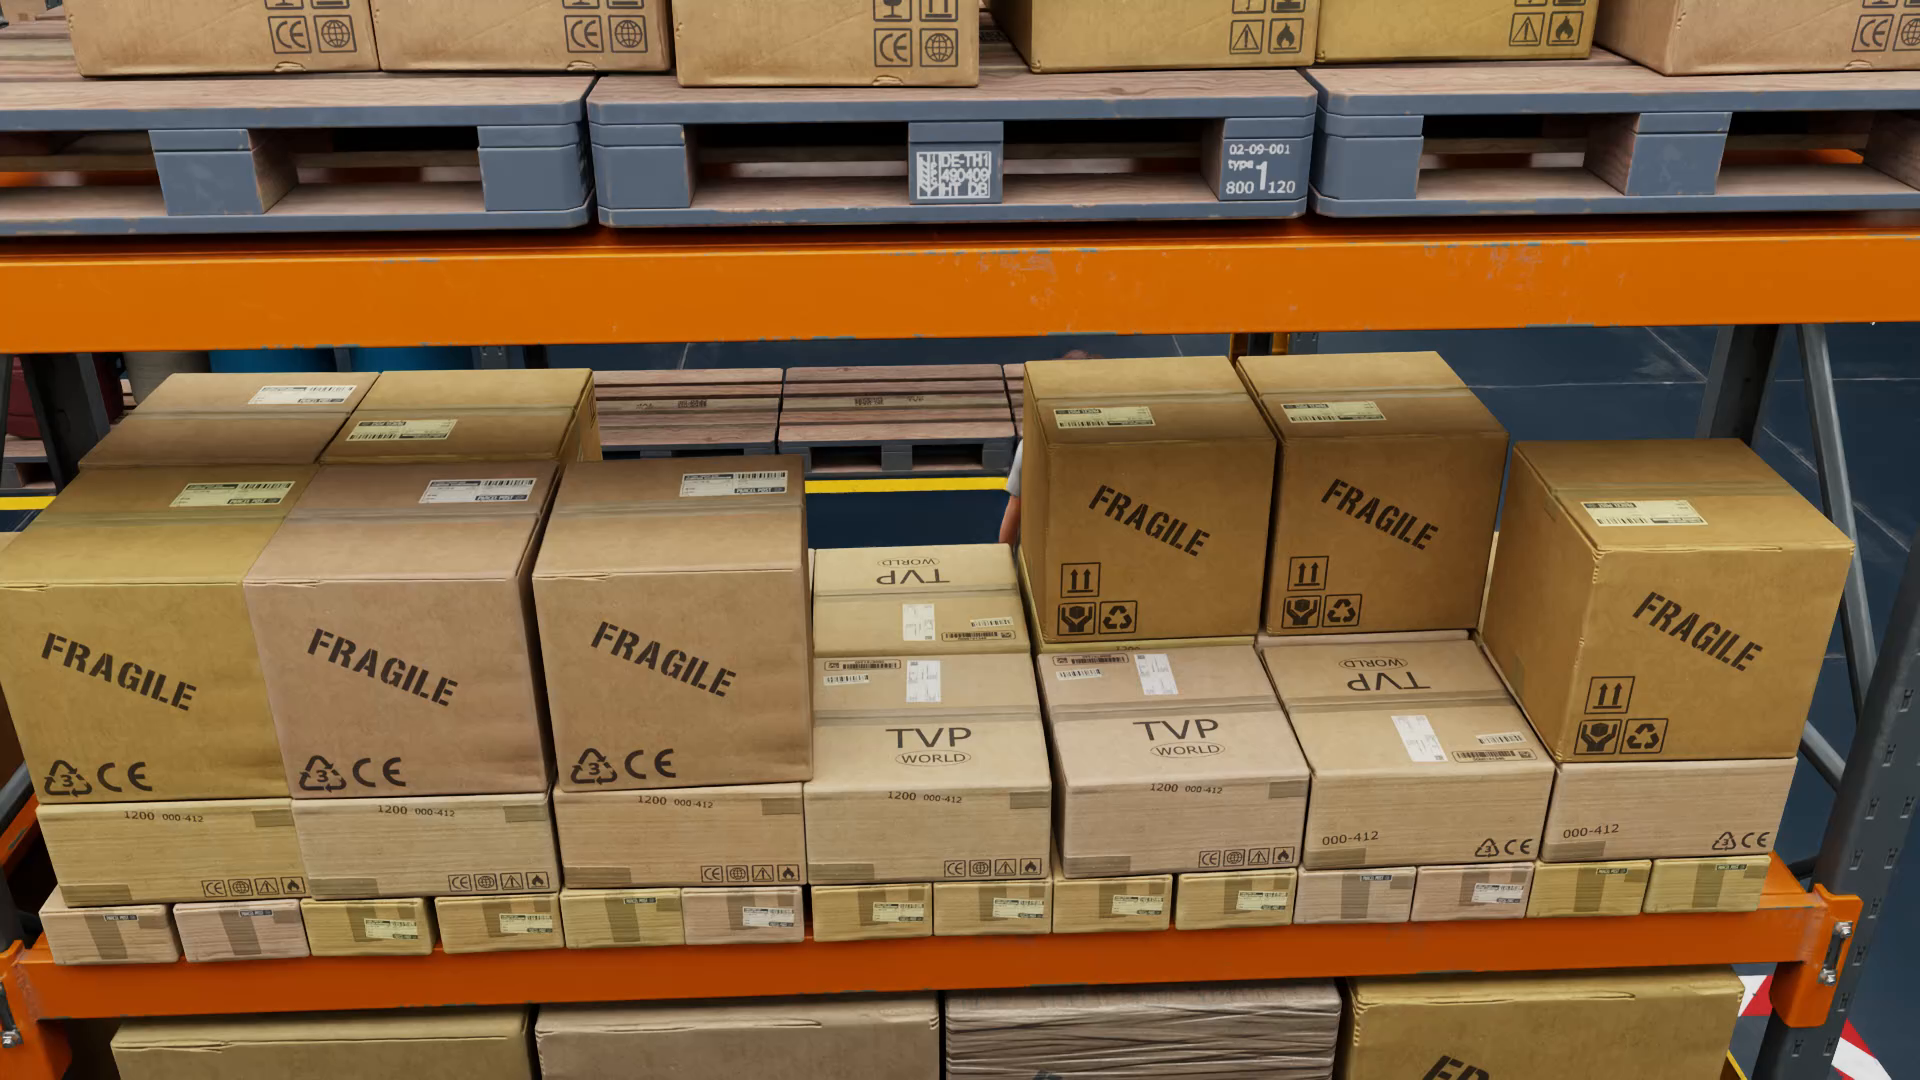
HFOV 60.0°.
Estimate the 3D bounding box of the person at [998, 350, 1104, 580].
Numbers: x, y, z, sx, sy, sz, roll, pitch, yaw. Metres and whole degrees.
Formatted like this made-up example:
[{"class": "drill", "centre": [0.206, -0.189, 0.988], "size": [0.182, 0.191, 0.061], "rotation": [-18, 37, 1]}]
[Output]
[{"class": "person", "centre": [0.310, 0.099, 5.906], "size": [0.510, 1.664, 0.480], "rotation": [-19, 33, -32]}]
